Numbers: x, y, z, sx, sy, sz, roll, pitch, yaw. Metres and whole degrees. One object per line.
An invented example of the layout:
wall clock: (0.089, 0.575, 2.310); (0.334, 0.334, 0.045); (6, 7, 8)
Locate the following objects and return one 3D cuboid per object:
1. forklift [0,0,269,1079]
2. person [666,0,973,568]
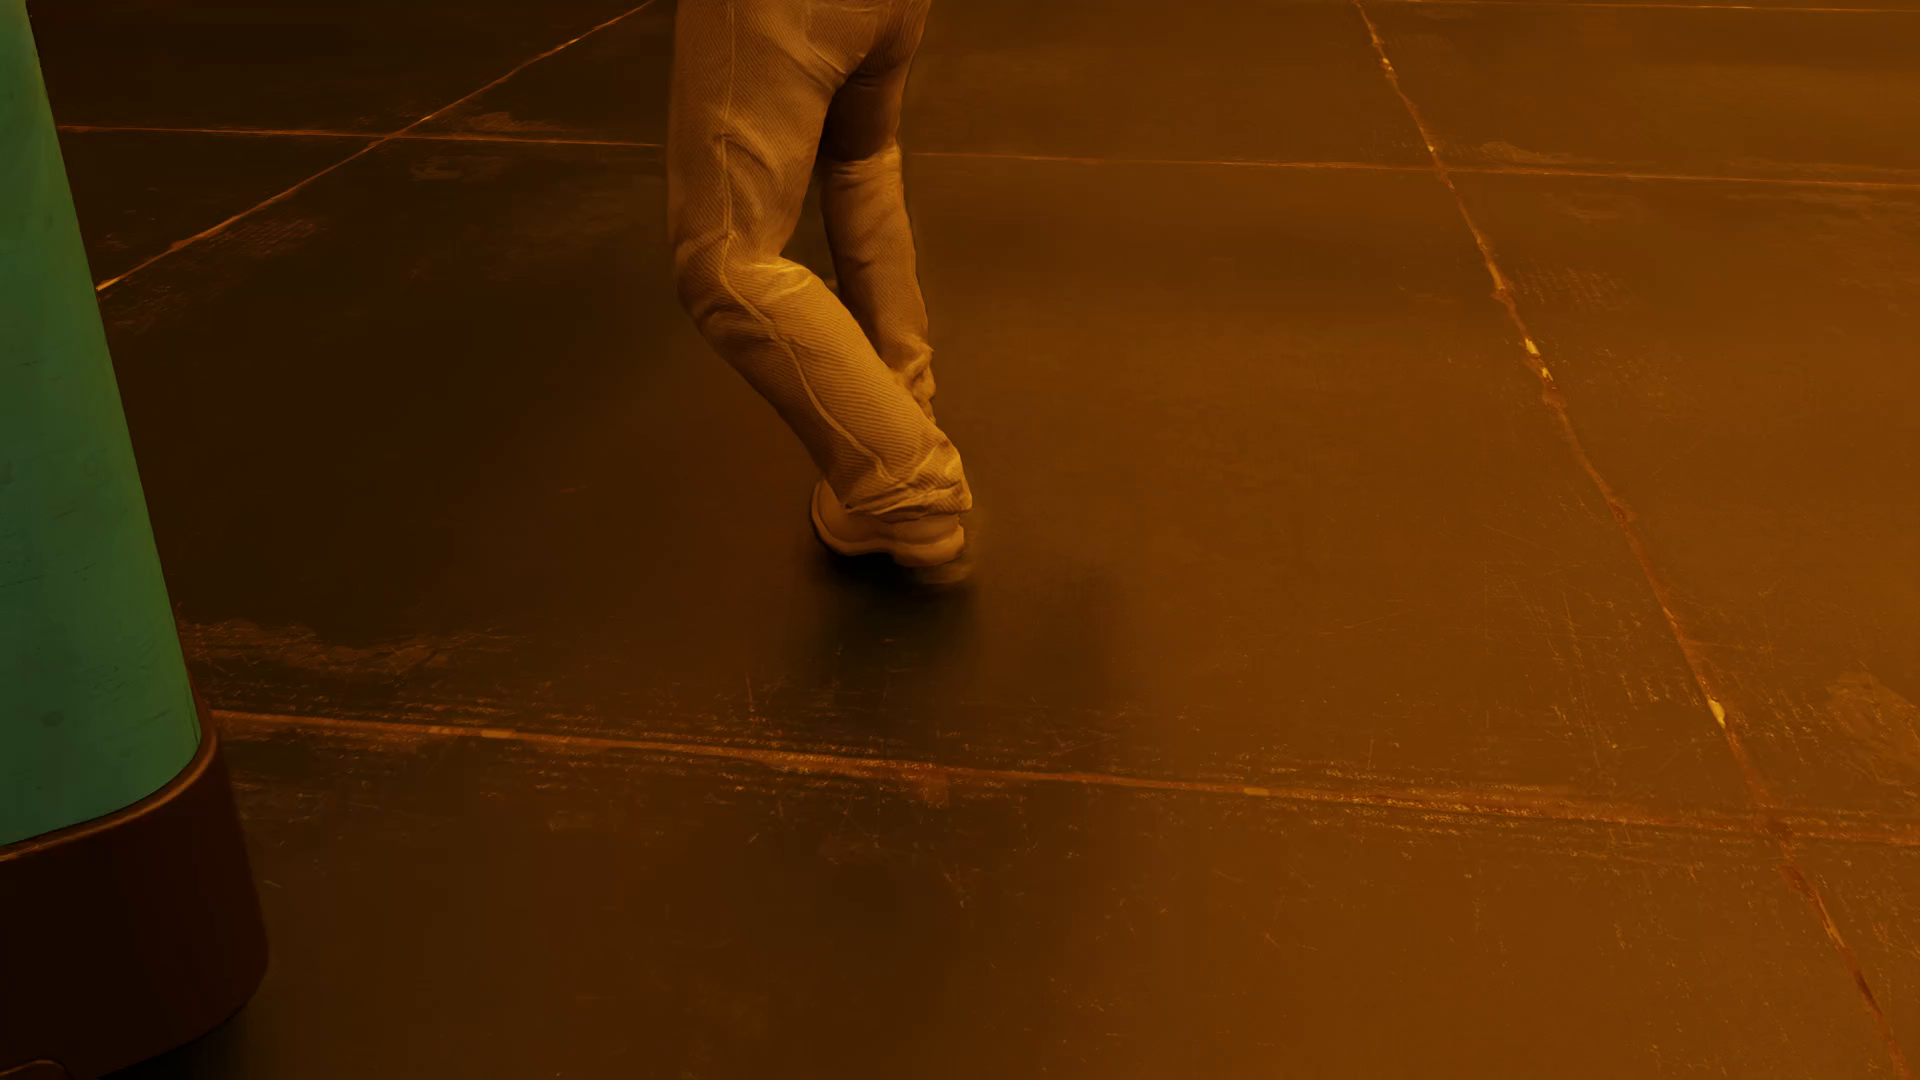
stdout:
forklift: (-2.154, -0.651, 0.522); (3.031, 2.935, 1.130); (-16, 31, -30)
person: (-0.182, -0.875, 2.428); (0.843, 1.609, 0.837); (15, 30, 27)
